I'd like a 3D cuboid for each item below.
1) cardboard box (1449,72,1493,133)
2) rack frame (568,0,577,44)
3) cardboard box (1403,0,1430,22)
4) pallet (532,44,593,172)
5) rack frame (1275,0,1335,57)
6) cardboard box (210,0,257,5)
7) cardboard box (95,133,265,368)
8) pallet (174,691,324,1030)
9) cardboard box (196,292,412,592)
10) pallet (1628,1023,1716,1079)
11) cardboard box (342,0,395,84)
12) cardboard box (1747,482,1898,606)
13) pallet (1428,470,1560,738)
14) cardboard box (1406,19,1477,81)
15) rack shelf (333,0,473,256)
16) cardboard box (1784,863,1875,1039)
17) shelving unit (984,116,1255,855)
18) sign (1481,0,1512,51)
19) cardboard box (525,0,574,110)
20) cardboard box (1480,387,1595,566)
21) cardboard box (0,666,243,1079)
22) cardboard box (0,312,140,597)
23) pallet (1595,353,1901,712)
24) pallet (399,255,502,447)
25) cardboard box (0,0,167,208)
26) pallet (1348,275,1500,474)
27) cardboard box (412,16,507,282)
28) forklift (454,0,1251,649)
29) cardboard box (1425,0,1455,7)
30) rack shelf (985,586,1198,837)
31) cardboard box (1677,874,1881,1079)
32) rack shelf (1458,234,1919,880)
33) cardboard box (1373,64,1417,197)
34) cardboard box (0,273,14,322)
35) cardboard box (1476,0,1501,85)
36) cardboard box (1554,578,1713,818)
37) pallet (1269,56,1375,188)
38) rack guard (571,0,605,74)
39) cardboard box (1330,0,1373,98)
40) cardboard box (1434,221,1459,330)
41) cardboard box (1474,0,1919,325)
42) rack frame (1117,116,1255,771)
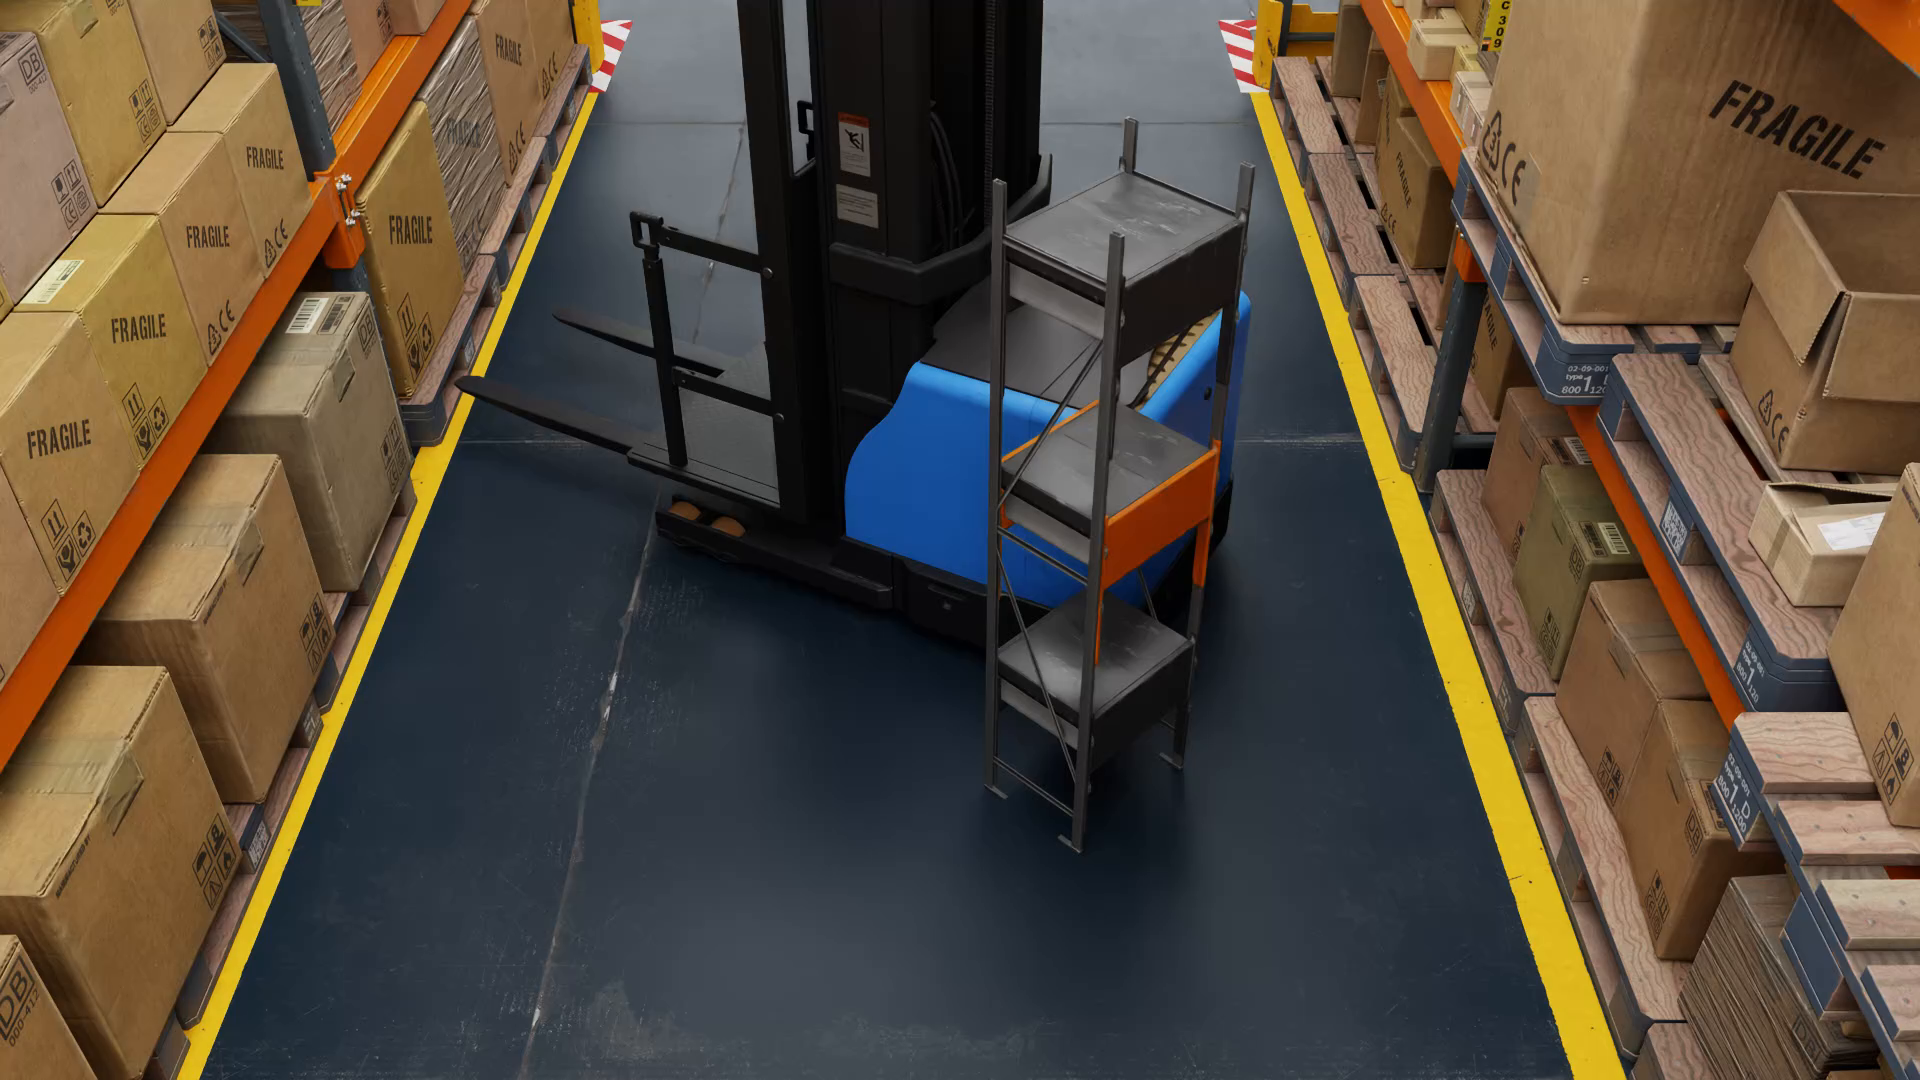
[{"bbox_3d":[1.999,-1.577,6.020,0.380,0.149,0.250,0,39,0],"label":"cardboard box"},{"bbox_3d":[-2.680,-3.946,8.775,1.000,3.000,0.127,0,39,0],"label":"rack frame"},{"bbox_3d":[2.038,-2.203,6.801,0.380,0.149,0.250,0,39,0],"label":"cardboard box"},{"bbox_3d":[-2.601,-2.358,9.023,1.003,0.211,1.213,0,39,0],"label":"pallet"},{"bbox_3d":[2.280,-3.886,8.701,1.000,3.000,0.127,0,39,0],"label":"rack frame"},{"bbox_3d":[-2.642,-2.155,5.557,0.875,0.550,0.550,0,39,0],"label":"cardboard box"},{"bbox_3d":[-2.407,-0.841,4.821,0.500,0.500,0.500,0,39,-1],"label":"cardboard box"},{"bbox_3d":[-2.595,0.891,4.969,1.003,0.211,1.213,0,39,0],"label":"pallet"},{"bbox_3d":[-2.585,-0.342,5.742,1.050,0.750,0.750,0,39,0],"label":"cardboard box"},{"bbox_3d":[2.290,1.716,3.940,1.003,0.211,1.213,0,39,0],"label":"pallet"},{"bbox_3d":[-2.711,-2.078,6.324,0.875,0.550,0.550,0,39,0],"label":"cardboard box"},{"bbox_3d":[2.017,-0.037,3.670,0.396,0.266,0.258,-1,39,-1],"label":"cardboard box"},{"bbox_3d":[2.287,0.190,5.844,1.003,0.211,1.213,0,39,0],"label":"pallet"},{"bbox_3d":[1.947,-1.890,6.411,0.380,0.149,0.250,0,39,0],"label":"cardboard box"},{"bbox_3d":[-2.678,-2.414,7.439,1.077,0.370,4.000,0,39,0],"label":"rack shelf"},{"bbox_3d":[2.247,0.877,3.804,0.500,0.250,0.500,4,39,5],"label":"cardboard box"},{"bbox_3d":[0.396,-0.061,4.647,0.431,2.100,0.503,32,48,33],"label":"shelving unit"},{"bbox_3d":[1.742,-1.717,5.302,0.100,0.325,0.005,0,39,0],"label":"sign"},{"bbox_3d":[-2.614,-2.857,8.779,0.875,0.875,0.875,0,39,0],"label":"cardboard box"},{"bbox_3d":[2.264,-0.197,5.744,0.700,0.500,0.500,-3,39,-4],"label":"cardboard box"},{"bbox_3d":[-2.586,0.843,4.262,1.050,0.750,0.750,1,39,1],"label":"cardboard box"},{"bbox_3d":[-2.404,-0.208,4.031,0.500,0.500,0.500,0,39,-1],"label":"cardboard box"},{"bbox_3d":[2.246,-0.046,4.063,1.003,0.211,1.213,0,39,0],"label":"pallet"},{"bbox_3d":[-2.598,-0.832,7.119,1.003,0.211,1.213,0,39,0],"label":"pallet"},{"bbox_3d":[-2.667,-1.241,4.521,0.700,0.500,0.500,-1,39,-1],"label":"cardboard box"},{"bbox_3d":[2.248,-0.717,6.975,1.003,0.211,1.213,0,39,0],"label":"pallet"},{"bbox_3d":[-2.611,-1.736,7.381,0.875,0.875,0.875,0,39,0],"label":"cardboard box"},{"bbox_3d":[-0.548,-1.331,5.567,3.031,2.935,1.130,19,42,22],"label":"forklift"},{"bbox_3d":[2.279,-2.447,6.587,0.875,0.500,0.500,0,39,0],"label":"cardboard box"},{"bbox_3d":[0.396,0.496,5.094,0.431,0.518,0.480,32,48,33],"label":"rack shelf"},{"bbox_3d":[2.255,1.155,4.058,0.700,0.500,0.500,-3,39,-4],"label":"cardboard box"},{"bbox_3d":[2.287,0.147,4.244,1.077,0.370,4.000,0,39,0],"label":"rack shelf"},{"bbox_3d":[2.280,-1.919,7.909,0.500,0.500,0.500,3,39,4],"label":"cardboard box"},{"bbox_3d":[-2.667,-0.610,3.733,0.700,0.500,0.500,0,39,0],"label":"cardboard box"},{"bbox_3d":[2.346,-1.821,5.806,0.875,0.500,0.500,0,39,0],"label":"cardboard box"},{"bbox_3d":[2.246,0.451,4.935,0.700,0.500,0.500,-3,39,-4],"label":"cardboard box"},{"bbox_3d":[2.245,-2.242,8.879,1.003,0.211,1.213,0,39,0],"label":"pallet"},{"bbox_3d":[-2.680,-2.985,9.576,1.175,0.500,0.348,0,39,0],"label":"rack guard"},{"bbox_3d":[2.264,-2.684,8.864,0.500,0.500,0.500,7,39,8],"label":"cardboard box"},{"bbox_3d":[2.316,-1.182,6.989,0.500,0.500,0.500,12,40,14],"label":"cardboard box"},{"bbox_3d":[2.145,-1.286,4.640,1.000,1.000,1.000,0,39,0],"label":"cardboard box"},{"bbox_3d":[0.567,-0.170,4.783,0.400,2.100,0.015,32,48,33],"label":"rack frame"}]
